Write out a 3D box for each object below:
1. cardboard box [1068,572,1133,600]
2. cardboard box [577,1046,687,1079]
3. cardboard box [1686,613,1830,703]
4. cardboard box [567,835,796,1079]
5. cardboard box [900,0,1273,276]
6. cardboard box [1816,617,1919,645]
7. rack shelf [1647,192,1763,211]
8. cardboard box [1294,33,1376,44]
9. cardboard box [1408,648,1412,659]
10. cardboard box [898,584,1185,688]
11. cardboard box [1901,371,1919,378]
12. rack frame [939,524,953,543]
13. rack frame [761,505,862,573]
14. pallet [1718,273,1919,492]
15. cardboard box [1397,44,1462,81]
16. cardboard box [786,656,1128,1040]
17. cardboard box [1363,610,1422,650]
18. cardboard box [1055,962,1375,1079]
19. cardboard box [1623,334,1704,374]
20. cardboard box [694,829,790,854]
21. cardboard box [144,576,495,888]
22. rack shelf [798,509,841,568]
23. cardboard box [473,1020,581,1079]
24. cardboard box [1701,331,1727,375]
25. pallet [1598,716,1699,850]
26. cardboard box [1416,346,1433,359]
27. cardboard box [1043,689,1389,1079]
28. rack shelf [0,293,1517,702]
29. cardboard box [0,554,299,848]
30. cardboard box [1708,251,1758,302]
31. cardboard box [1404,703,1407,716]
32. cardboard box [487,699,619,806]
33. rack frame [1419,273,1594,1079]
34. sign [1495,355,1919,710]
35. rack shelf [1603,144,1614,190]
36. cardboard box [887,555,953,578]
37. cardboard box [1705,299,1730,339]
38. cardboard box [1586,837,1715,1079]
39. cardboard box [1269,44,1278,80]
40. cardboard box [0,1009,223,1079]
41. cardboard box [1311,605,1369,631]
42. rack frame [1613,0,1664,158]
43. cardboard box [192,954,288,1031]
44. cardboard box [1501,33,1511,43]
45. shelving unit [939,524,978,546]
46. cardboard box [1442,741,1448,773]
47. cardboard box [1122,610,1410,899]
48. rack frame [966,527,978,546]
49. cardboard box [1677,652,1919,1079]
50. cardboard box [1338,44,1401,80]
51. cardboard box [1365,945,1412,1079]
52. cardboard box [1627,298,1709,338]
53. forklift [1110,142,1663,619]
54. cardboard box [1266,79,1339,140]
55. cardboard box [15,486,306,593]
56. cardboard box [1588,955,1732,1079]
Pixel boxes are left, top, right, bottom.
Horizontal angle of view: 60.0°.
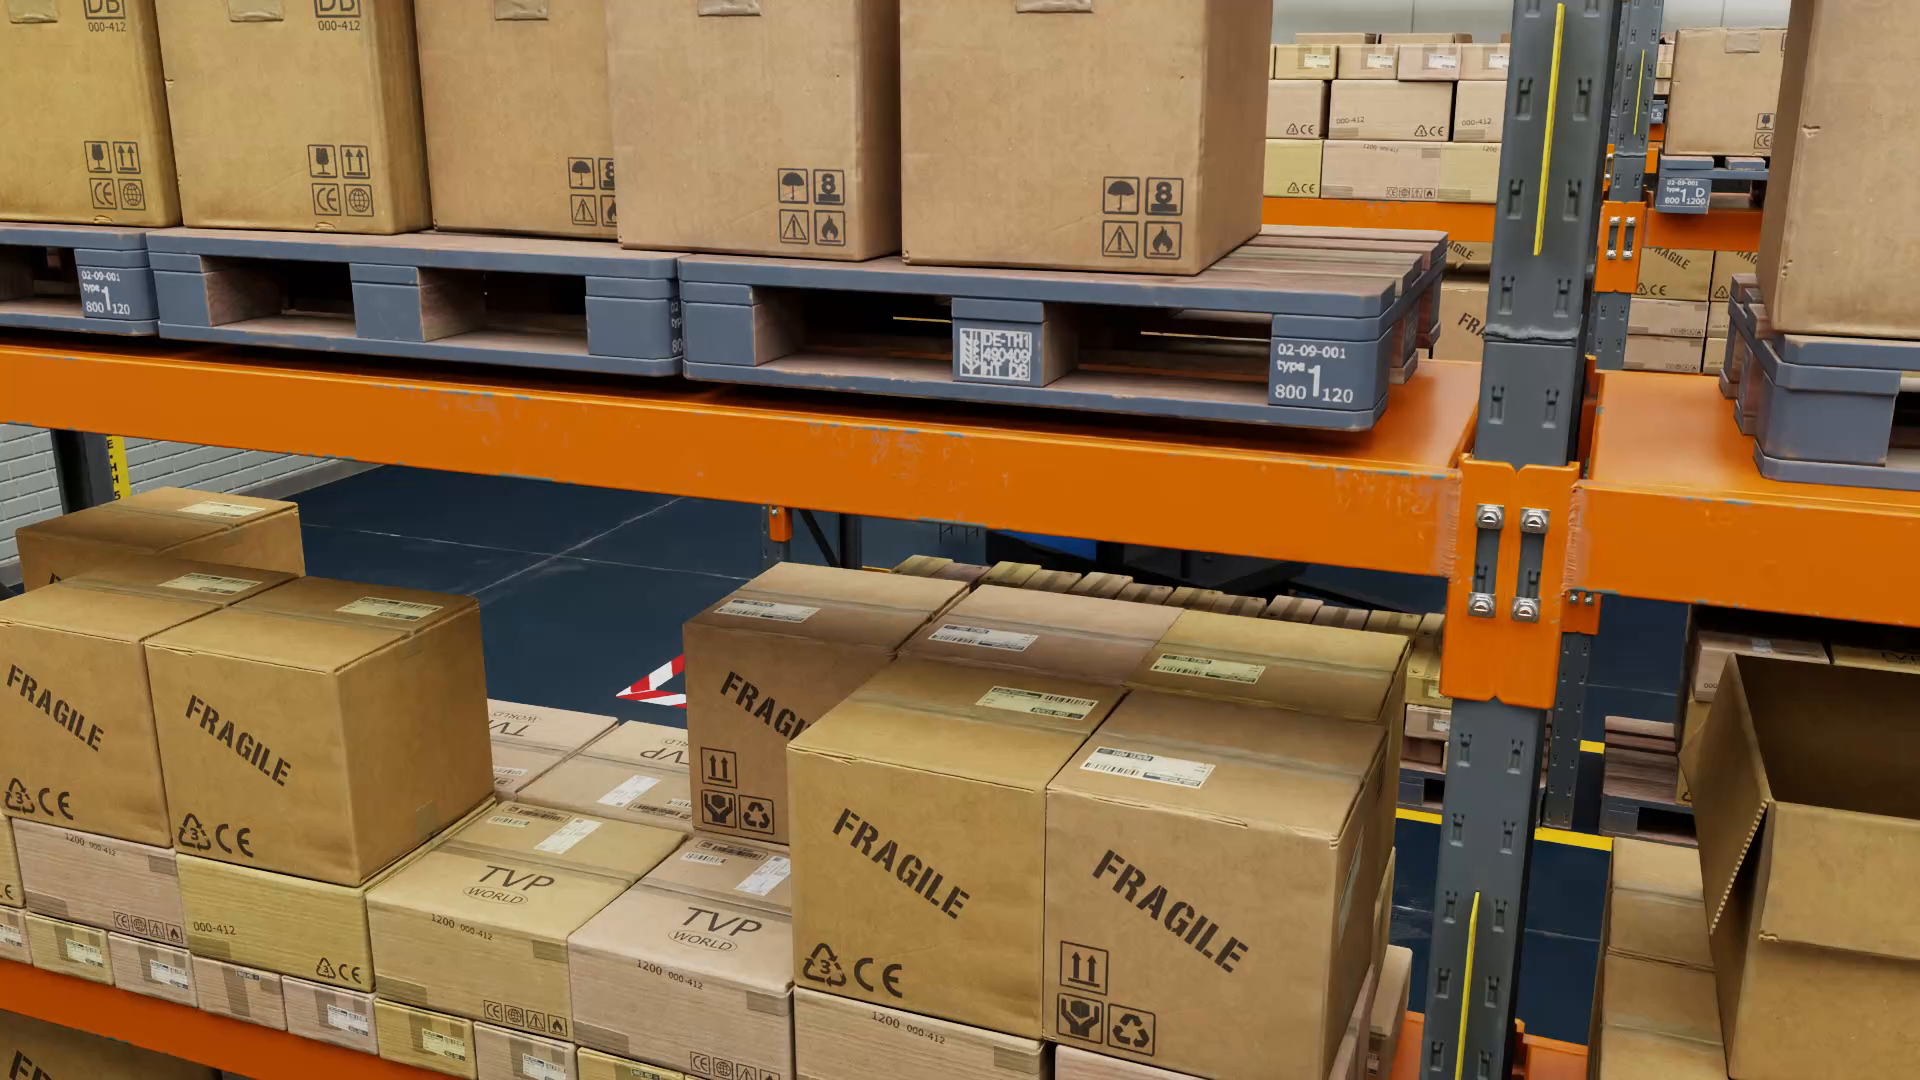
[{"bbox_3d":[0.764,0.306,9.032,0.250,0.149,0.380,7,18,23],"label":"cardboard box"},{"bbox_3d":[-0.602,1.074,3.544,0.250,0.149,0.380,6,17,20],"label":"cardboard box"},{"bbox_3d":[3.502,0.538,7.326,0.500,0.250,0.500,5,17,18],"label":"cardboard box"},{"bbox_3d":[-0.467,0.879,3.502,0.500,0.250,0.500,7,17,22],"label":"cardboard box"},{"bbox_3d":[0.247,-0.772,2.959,0.500,0.500,0.700,5,17,17],"label":"cardboard box"},{"bbox_3d":[4.170,0.460,7.593,0.500,0.250,0.500,7,18,23],"label":"cardboard box"},{"bbox_3d":[4.772,-1.264,6.577,3.809,0.052,0.919,6,17,21],"label":"rack shelf"},{"bbox_3d":[2.733,-3.441,12.155,0.500,0.500,0.500,7,17,22],"label":"cardboard box"},{"bbox_3d":[1.998,0.628,7.922,0.250,0.149,0.380,6,17,20],"label":"cardboard box"},{"bbox_3d":[0.190,0.432,3.694,0.500,0.500,0.500,6,17,21],"label":"cardboard box"},{"bbox_3d":[6.361,-1.191,11.165,0.500,0.250,0.500,6,17,20],"label":"cardboard box"},{"bbox_3d":[-0.102,-0.443,12.087,0.006,0.900,0.240,6,17,21],"label":"rack frame"},{"bbox_3d":[-0.810,-0.654,9.046,0.127,3.000,1.000,6,17,21],"label":"rack frame"},{"bbox_3d":[1.868,-0.236,2.571,1.217,0.209,0.805,6,17,18],"label":"pallet"},{"bbox_3d":[2.028,-2.045,7.113,0.250,0.149,0.380,6,17,21],"label":"cardboard box"},{"bbox_3d":[0.007,0.570,3.220,0.500,0.500,0.500,6,17,21],"label":"cardboard box"},{"bbox_3d":[2.179,0.491,8.395,0.269,0.149,0.392,7,18,23],"label":"cardboard box"},{"bbox_3d":[0.490,0.983,3.142,0.500,0.250,0.500,6,17,20],"label":"cardboard box"},{"bbox_3d":[4.946,-1.354,11.725,0.500,0.250,0.500,6,17,19],"label":"cardboard box"},{"bbox_3d":[-0.288,0.741,3.978,0.500,0.250,0.500,7,17,22],"label":"cardboard box"},{"bbox_3d":[-1.427,0.413,3.762,0.500,0.500,0.500,6,17,19],"label":"cardboard box"},{"bbox_3d":[-0.811,-0.653,9.044,0.053,2.616,0.949,6,17,21],"label":"rack shelf"},{"bbox_3d":[-0.838,1.048,3.635,0.250,0.149,0.380,7,17,22],"label":"cardboard box"},{"bbox_3d":[5.428,-1.301,11.544,0.500,0.250,0.500,6,17,19],"label":"cardboard box"},{"bbox_3d":[3.636,1.174,7.753,1.213,0.211,1.003,6,17,21],"label":"pallet"},{"bbox_3d":[1.892,-0.945,7.544,0.500,0.500,0.500,6,17,19],"label":"cardboard box"},{"bbox_3d":[0.472,0.623,3.040,0.500,0.500,0.500,7,18,22],"label":"cardboard box"},{"bbox_3d":[-0.863,-0.269,3.628,4.000,0.370,1.077,6,17,21],"label":"rack shelf"},{"bbox_3d":[-1.911,0.361,3.939,0.500,0.500,0.500,6,17,19],"label":"cardboard box"},{"bbox_3d":[5.421,-1.903,11.375,0.500,0.500,0.500,6,17,20],"label":"cardboard box"},{"bbox_3d":[1.990,0.783,7.924,0.250,0.149,0.380,6,17,19],"label":"cardboard box"},{"bbox_3d":[-1.230,0.636,4.338,0.500,0.250,0.500,6,17,19],"label":"cardboard box"},{"bbox_3d":[0.997,1.031,3.242,0.127,3.000,1.000,6,17,21],"label":"rack frame"},{"bbox_3d":[5.397,-1.940,8.319,4.000,0.966,14.919,6,17,21],"label":"sign"},{"bbox_3d":[2.773,-2.839,12.482,4.000,0.370,1.077,6,17,21],"label":"rack shelf"},{"bbox_3d":[-0.224,0.216,9.342,0.250,0.149,0.380,6,17,21],"label":"cardboard box"},{"bbox_3d":[5.435,-1.543,11.480,0.500,0.250,0.500,7,17,21],"label":"cardboard box"},{"bbox_3d":[1.533,0.960,3.307,0.500,0.500,0.500,6,17,21],"label":"cardboard box"},{"bbox_3d":[1.307,-2.132,7.413,0.265,0.149,0.390,7,18,22],"label":"cardboard box"},{"bbox_3d":[-2.099,1.485,4.735,0.875,0.875,0.875,6,17,21],"label":"cardboard box"},{"bbox_3d":[1.928,0.470,8.466,0.250,0.149,0.380,6,17,19],"label":"cardboard box"},{"bbox_3d":[2.911,-3.126,6.801,0.127,3.000,1.000,6,17,21],"label":"rack frame"},{"bbox_3d":[-1.558,0.969,3.906,0.250,0.149,0.380,6,17,20],"label":"cardboard box"},{"bbox_3d":[4.163,-3.392,11.985,0.500,0.500,0.500,7,17,22],"label":"cardboard box"},{"bbox_3d":[4.042,-0.275,5.863,12.137,4.047,8.426,6,17,21],"label":"shelving unit"},{"bbox_3d":[2.422,0.971,7.810,0.250,0.149,0.380,7,17,21],"label":"cardboard box"},{"bbox_3d":[0.646,0.485,3.514,0.500,0.500,0.500,6,17,21],"label":"cardboard box"},{"bbox_3d":[0.087,-0.423,12.015,0.006,0.900,0.240,6,17,21],"label":"rack frame"},{"bbox_3d":[1.595,0.565,2.870,0.637,0.503,0.797,6,17,19],"label":"cardboard box"},{"bbox_3d":[1.827,-2.102,7.311,0.250,0.149,0.380,7,18,23],"label":"cardboard box"},{"bbox_3d":[0.844,1.035,3.678,0.250,0.149,0.380,6,17,21],"label":"cardboard box"},{"bbox_3d":[4.939,-1.589,11.639,0.500,0.250,0.500,6,17,19],"label":"cardboard box"},{"bbox_3d":[3.587,-2.758,12.333,7.407,5.209,9.711,-15,22,-41],"label":"forklift"},{"bbox_3d":[1.422,-1.943,7.479,0.500,0.250,0.500,7,18,23],"label":"cardboard box"},{"bbox_3d":[-2.174,0.173,4.589,0.500,0.500,0.500,7,17,21],"label":"cardboard box"},{"bbox_3d":[1.334,1.095,2.842,0.500,0.500,0.500,6,17,21],"label":"cardboard box"}]
